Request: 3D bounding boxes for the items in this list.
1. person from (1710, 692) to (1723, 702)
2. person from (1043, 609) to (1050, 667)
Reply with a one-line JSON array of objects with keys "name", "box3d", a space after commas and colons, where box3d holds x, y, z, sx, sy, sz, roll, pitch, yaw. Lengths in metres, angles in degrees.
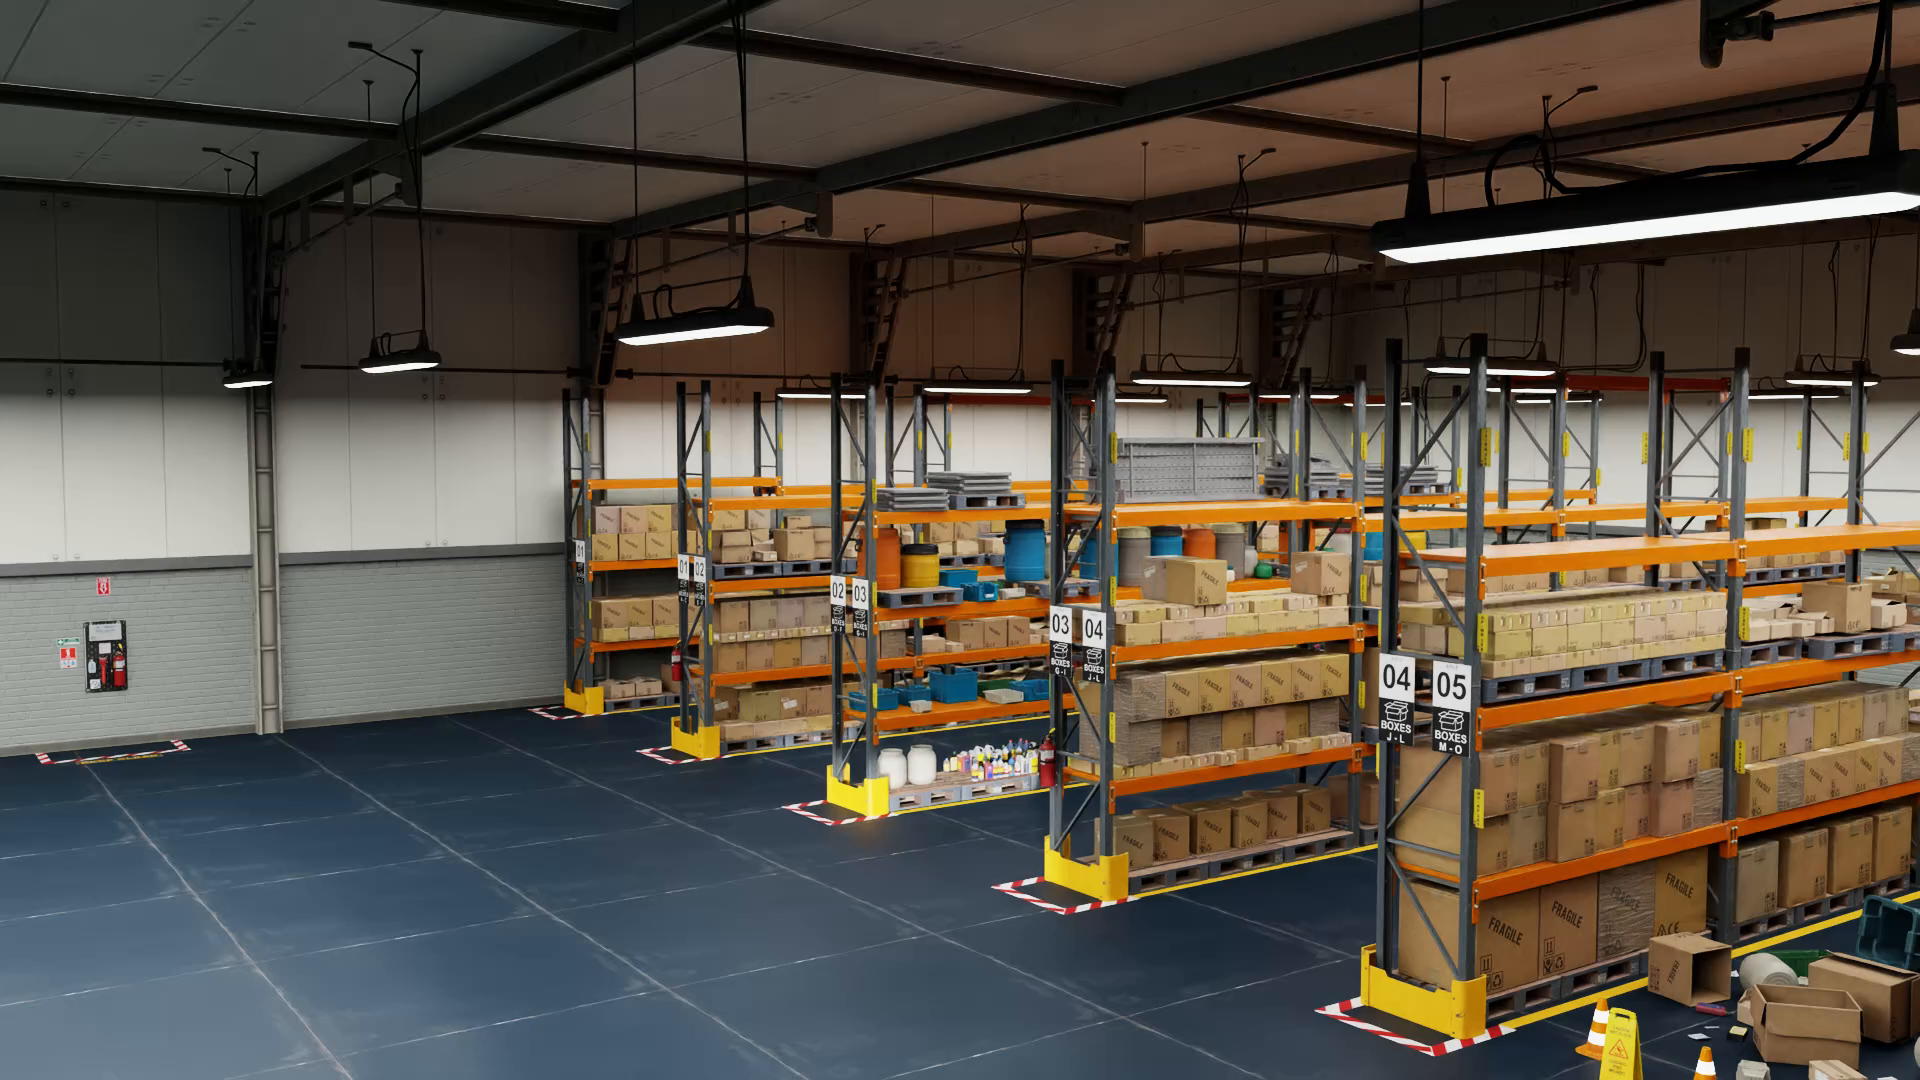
[{"name": "person", "box3d": [10.229, 2.908, 22.681, 0.541, 1.636, 0.573, 3, 5, 38]}, {"name": "person", "box3d": [1.760, 2.209, 33.145, 0.507, 1.667, 0.488, -1, 4, -11]}]
